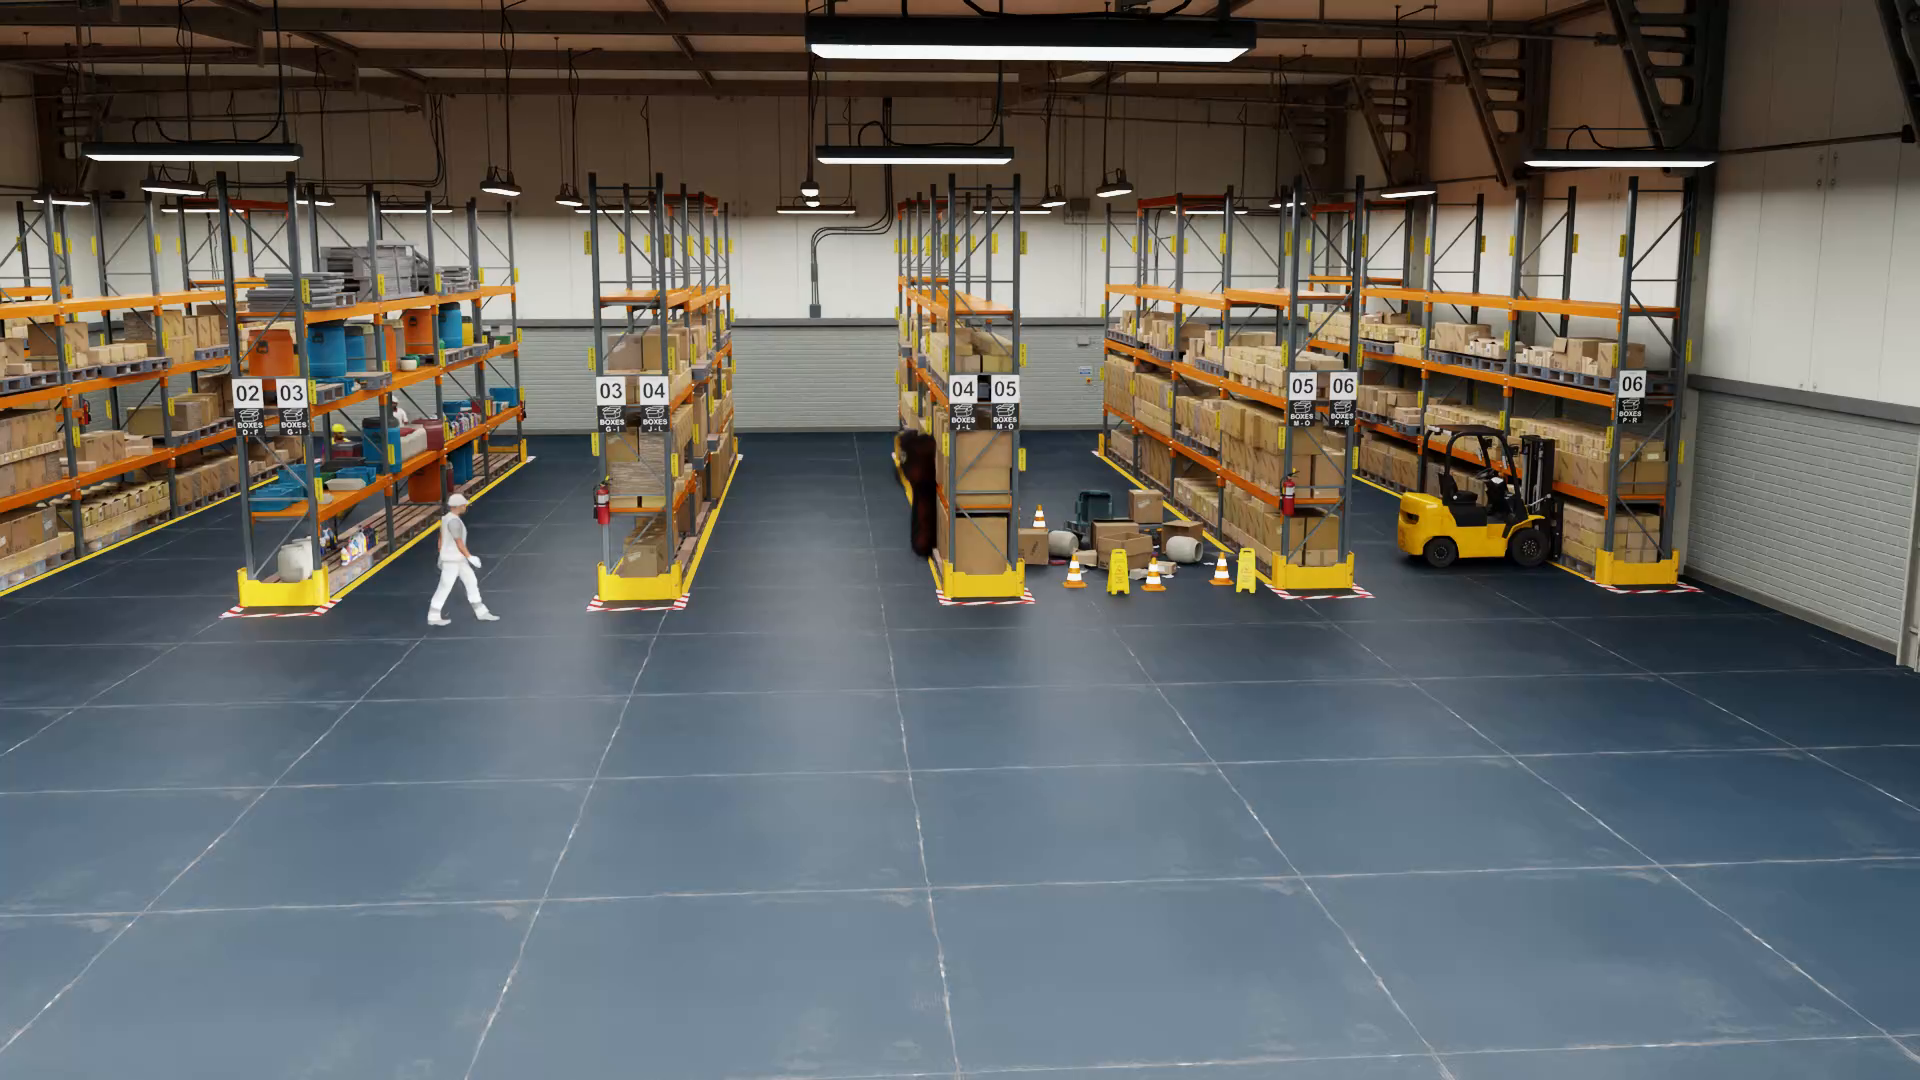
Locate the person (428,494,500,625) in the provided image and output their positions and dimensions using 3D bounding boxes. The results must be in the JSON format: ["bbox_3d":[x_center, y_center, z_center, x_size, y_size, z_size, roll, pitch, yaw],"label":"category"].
[{"bbox_3d":[-6.615,0.262,22.026,0.924,1.751,0.523,-3,10,-15],"label":"person"}]

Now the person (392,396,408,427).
[{"bbox_3d":[-12.573,-2.340,36.964,0.716,1.714,1.056,-1,10,-7],"label":"person"}]

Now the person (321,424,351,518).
[{"bbox_3d":[-11.668,-1.307,31.133,0.495,1.729,0.982,0,10,1],"label":"person"}]
